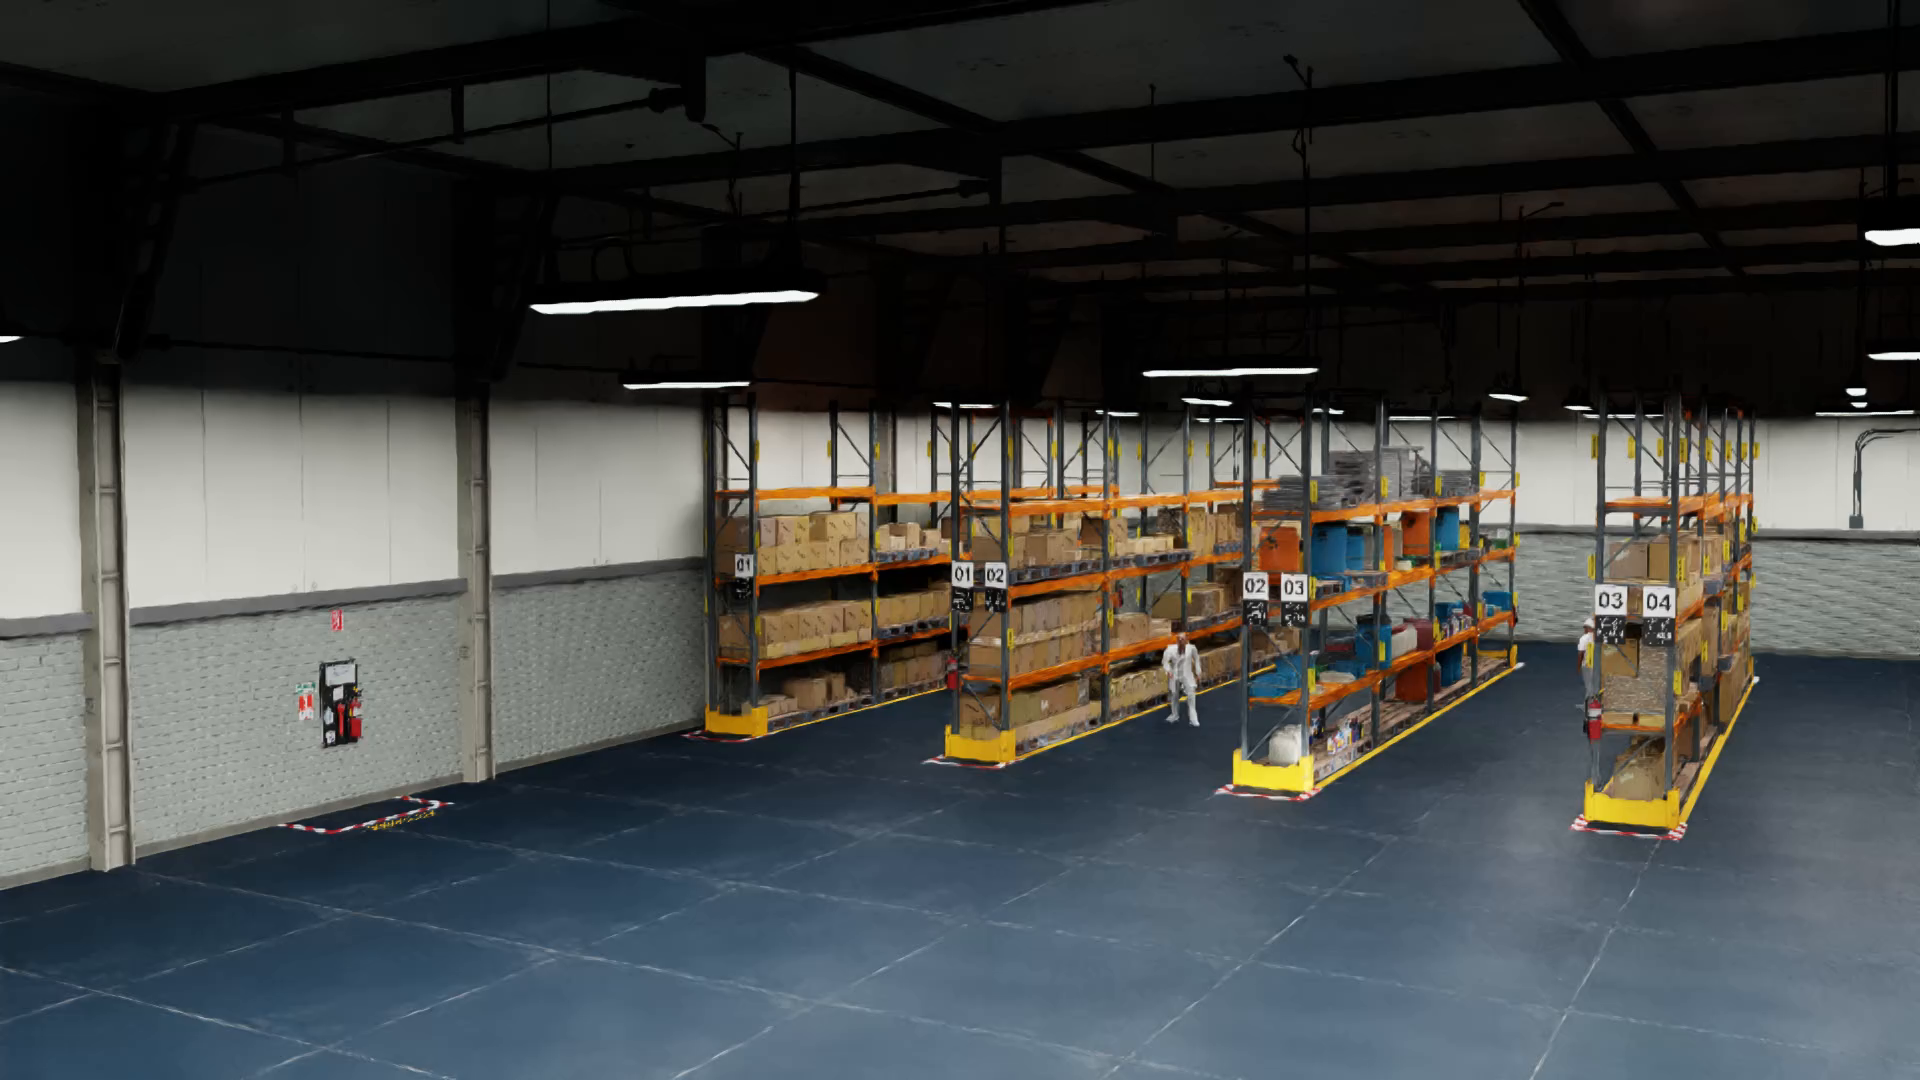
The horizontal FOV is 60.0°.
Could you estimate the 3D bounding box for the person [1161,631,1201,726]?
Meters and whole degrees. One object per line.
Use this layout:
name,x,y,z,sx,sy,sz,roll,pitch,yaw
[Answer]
person,4.048,2.506,30.307,0.735,1.700,0.896,1,3,13

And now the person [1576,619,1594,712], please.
person,12.033,2.384,31.857,0.685,1.763,0.591,-2,4,-39
